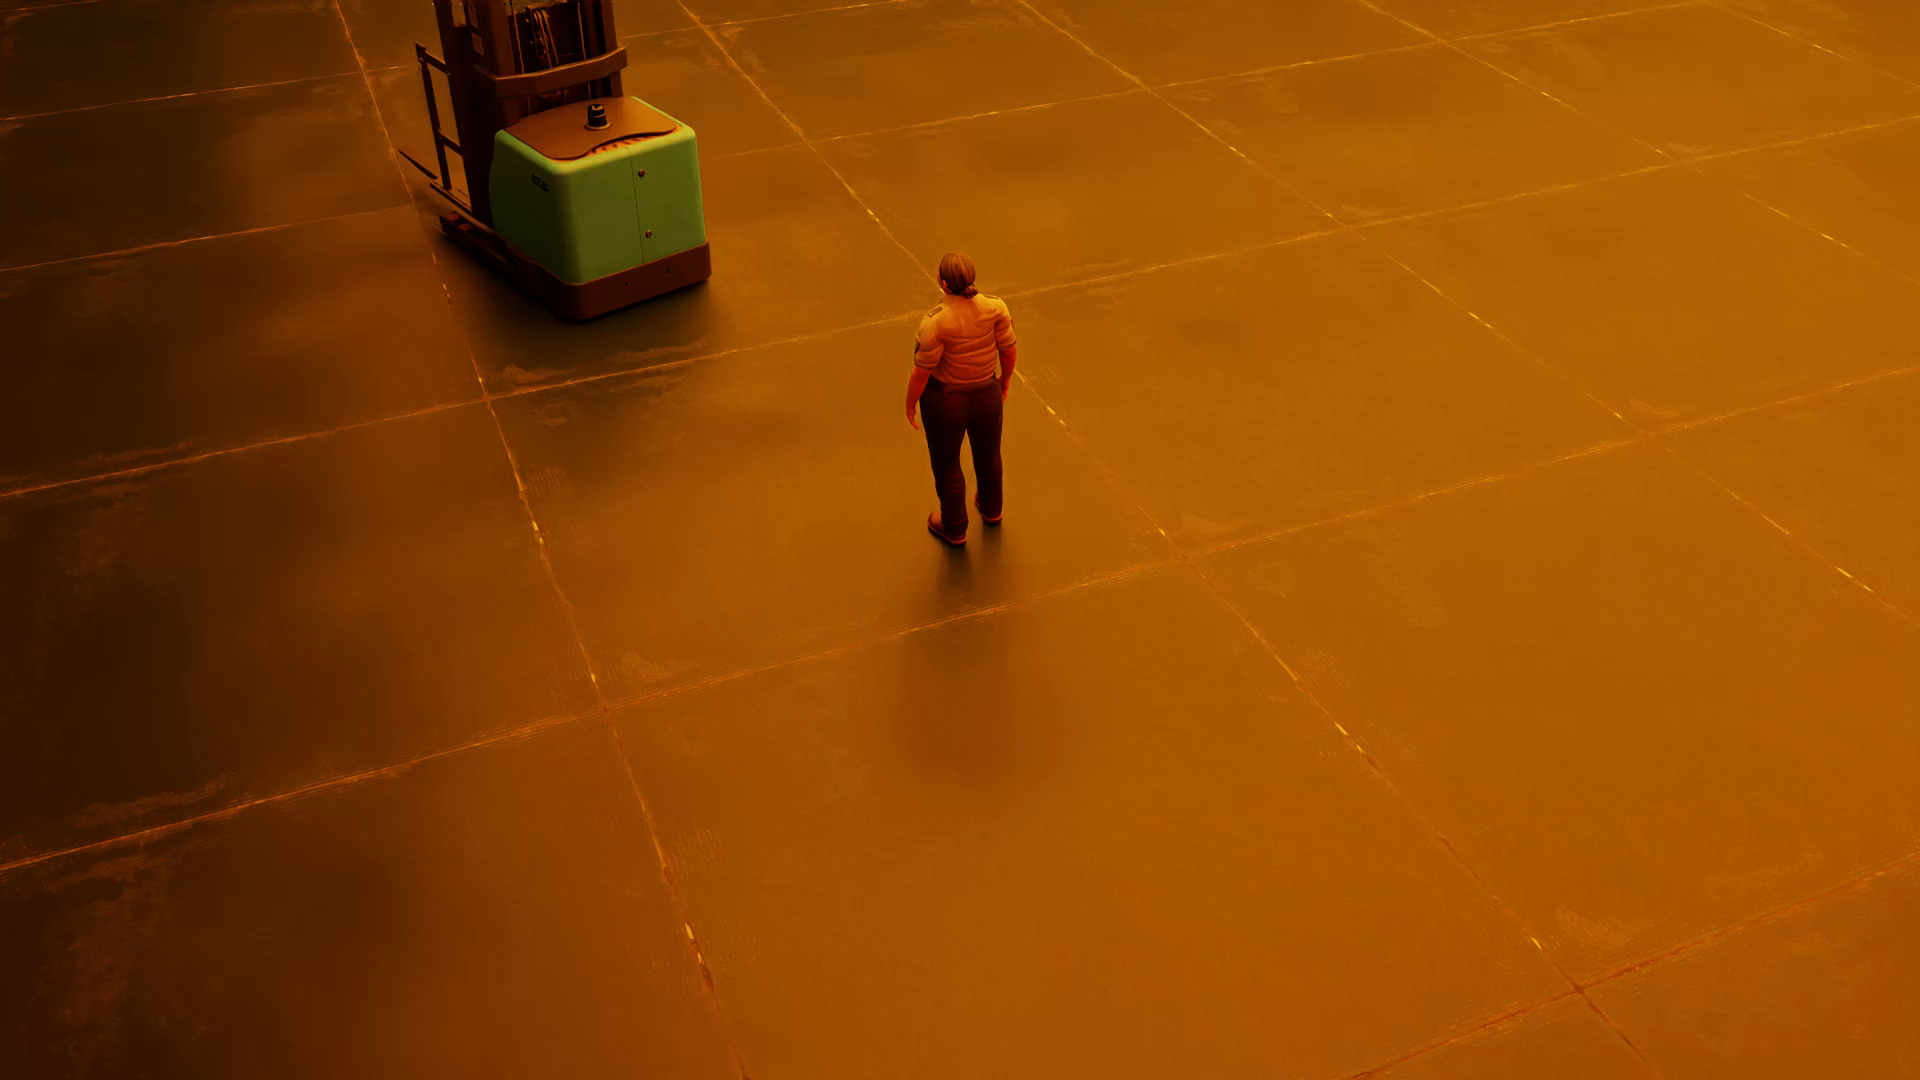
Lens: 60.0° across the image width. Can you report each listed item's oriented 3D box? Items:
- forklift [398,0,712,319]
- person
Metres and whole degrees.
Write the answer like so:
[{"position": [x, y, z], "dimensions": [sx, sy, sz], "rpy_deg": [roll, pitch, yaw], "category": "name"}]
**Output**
[{"position": [-2.957, -3.370, 10.838], "dimensions": [1.130, 2.935, 3.031], "rpy_deg": [-25, 43, -31], "category": "forklift"}, {"position": [-0.014, -0.730, 8.221], "dimensions": [0.598, 1.651, 0.502], "rpy_deg": [-14, 38, -19], "category": "person"}]
